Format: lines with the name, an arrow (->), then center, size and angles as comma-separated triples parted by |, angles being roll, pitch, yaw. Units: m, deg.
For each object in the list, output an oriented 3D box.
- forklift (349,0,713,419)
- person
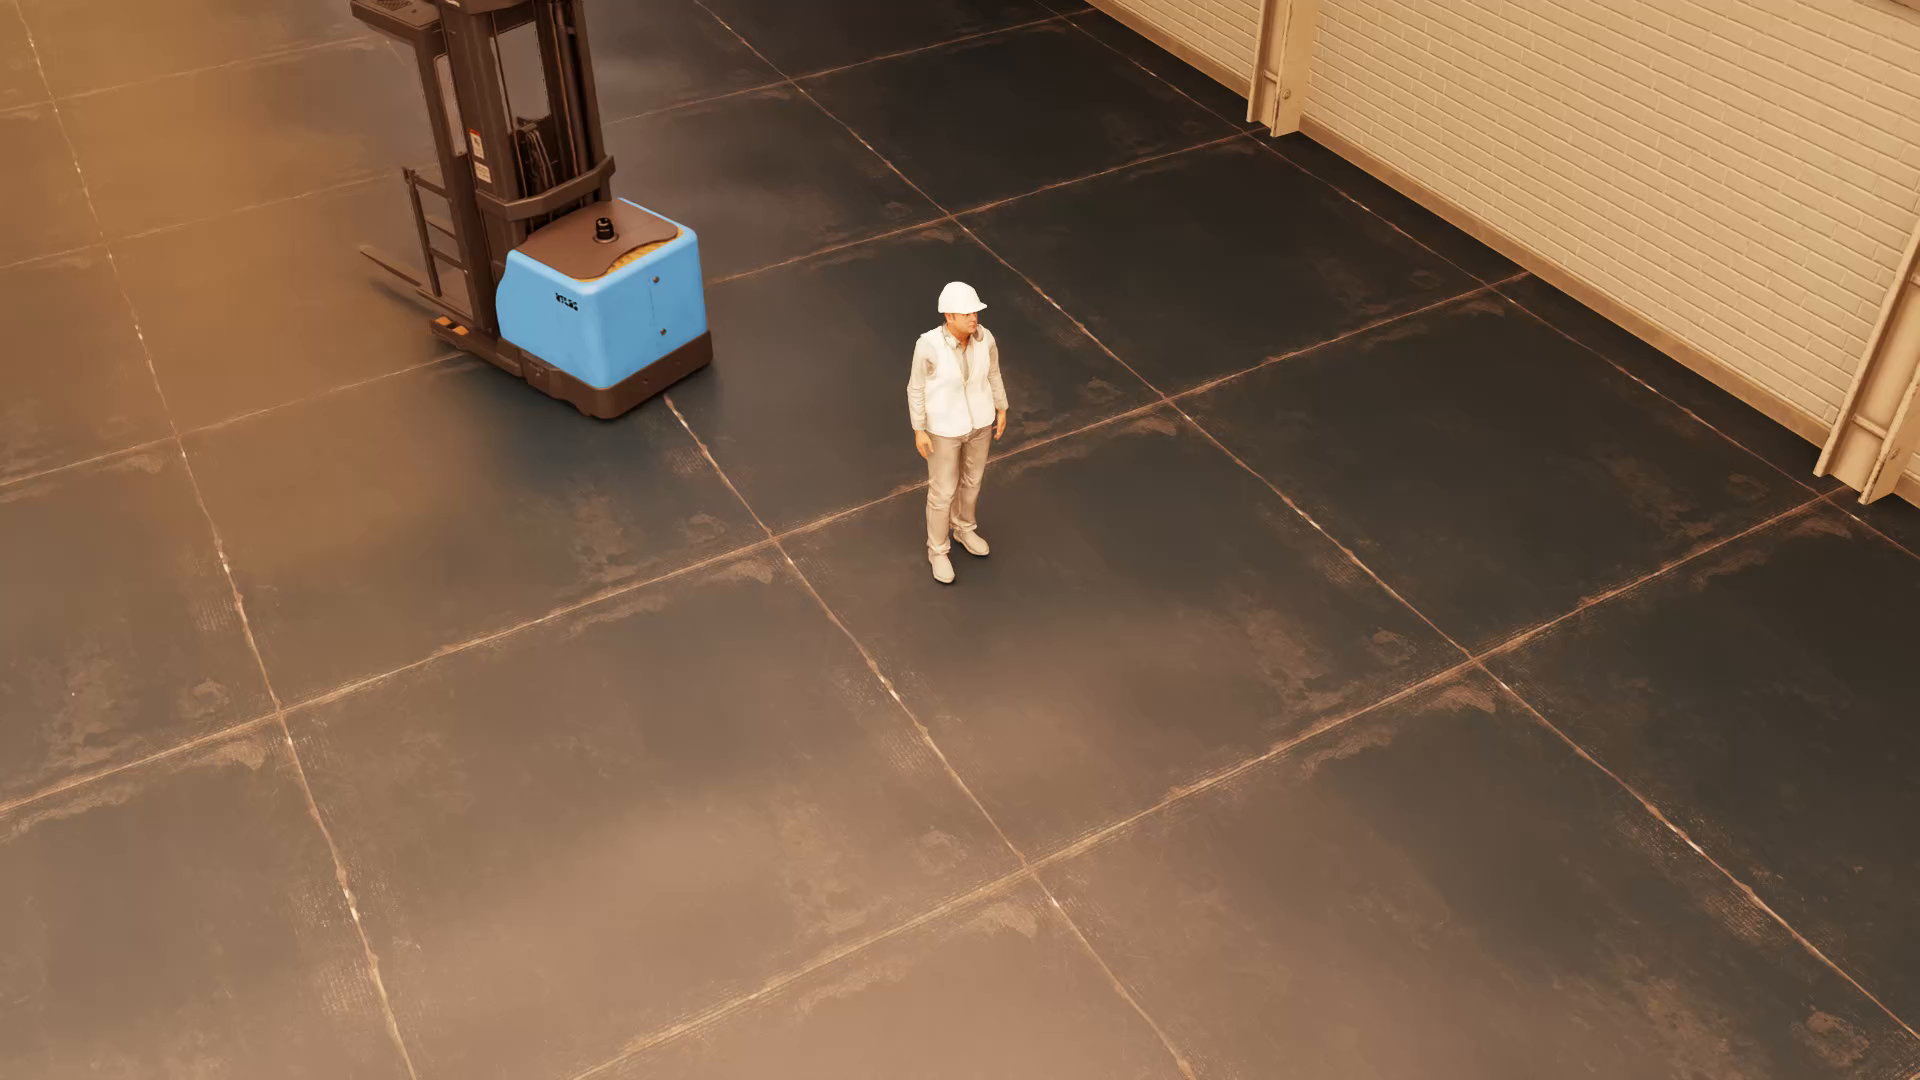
forklift -> -3.209, -2.733, 11.332 | 3.031, 2.935, 1.130 | 28, 47, 29
person -> 0.025, -0.651, 9.716 | 0.634, 1.775, 0.566 | -20, 44, -23
